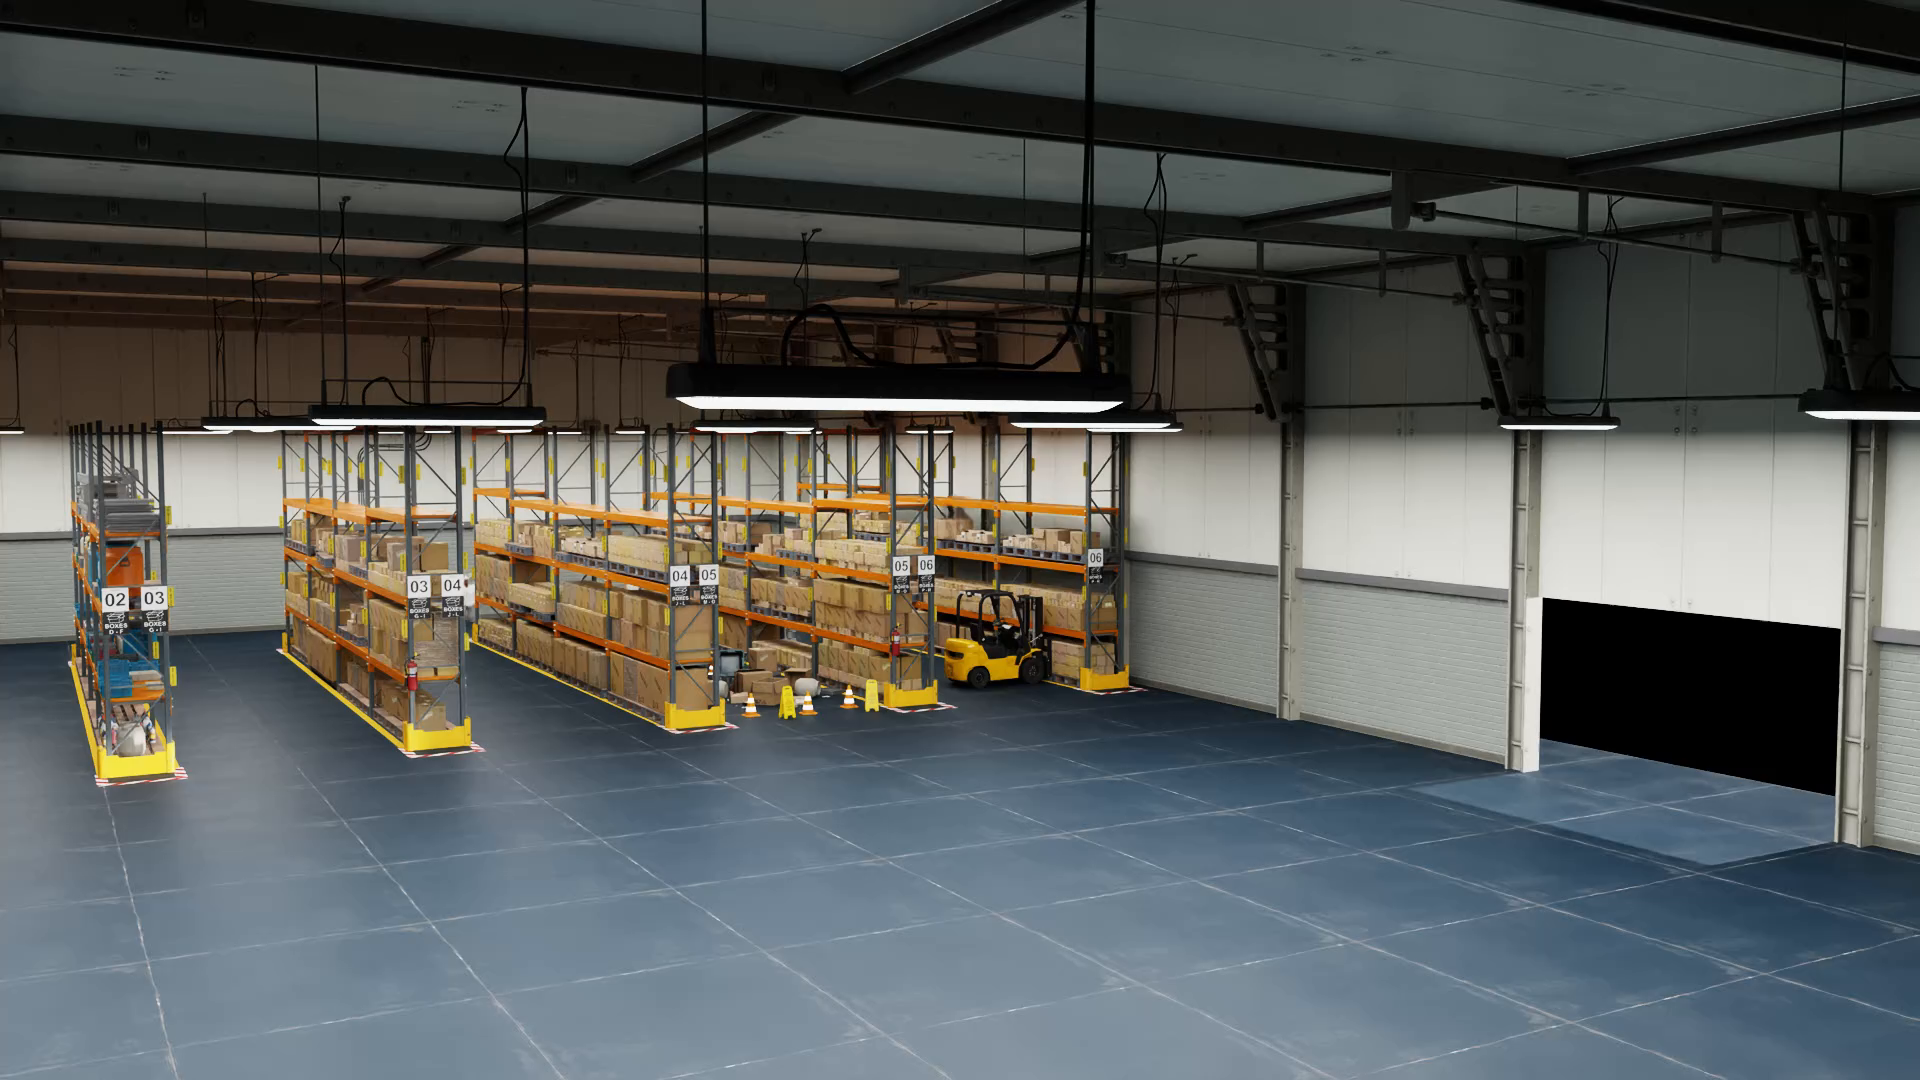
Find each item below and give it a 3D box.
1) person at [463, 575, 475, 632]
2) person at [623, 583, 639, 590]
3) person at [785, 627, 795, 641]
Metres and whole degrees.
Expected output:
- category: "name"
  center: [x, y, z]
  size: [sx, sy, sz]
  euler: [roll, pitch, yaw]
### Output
- category: "person"
  center: [-14.284, 1.882, 48.104]
  size: [0.708, 1.717, 1.055]
  euler: [0, 4, 7]
- category: "person"
  center: [-10.364, 1.684, 52.521]
  size: [0.583, 1.716, 0.517]
  euler: [-1, 4, -16]
- category: "person"
  center: [-4.642, 2.019, 45.347]
  size: [0.655, 1.783, 0.438]
  euler: [3, 5, 45]
